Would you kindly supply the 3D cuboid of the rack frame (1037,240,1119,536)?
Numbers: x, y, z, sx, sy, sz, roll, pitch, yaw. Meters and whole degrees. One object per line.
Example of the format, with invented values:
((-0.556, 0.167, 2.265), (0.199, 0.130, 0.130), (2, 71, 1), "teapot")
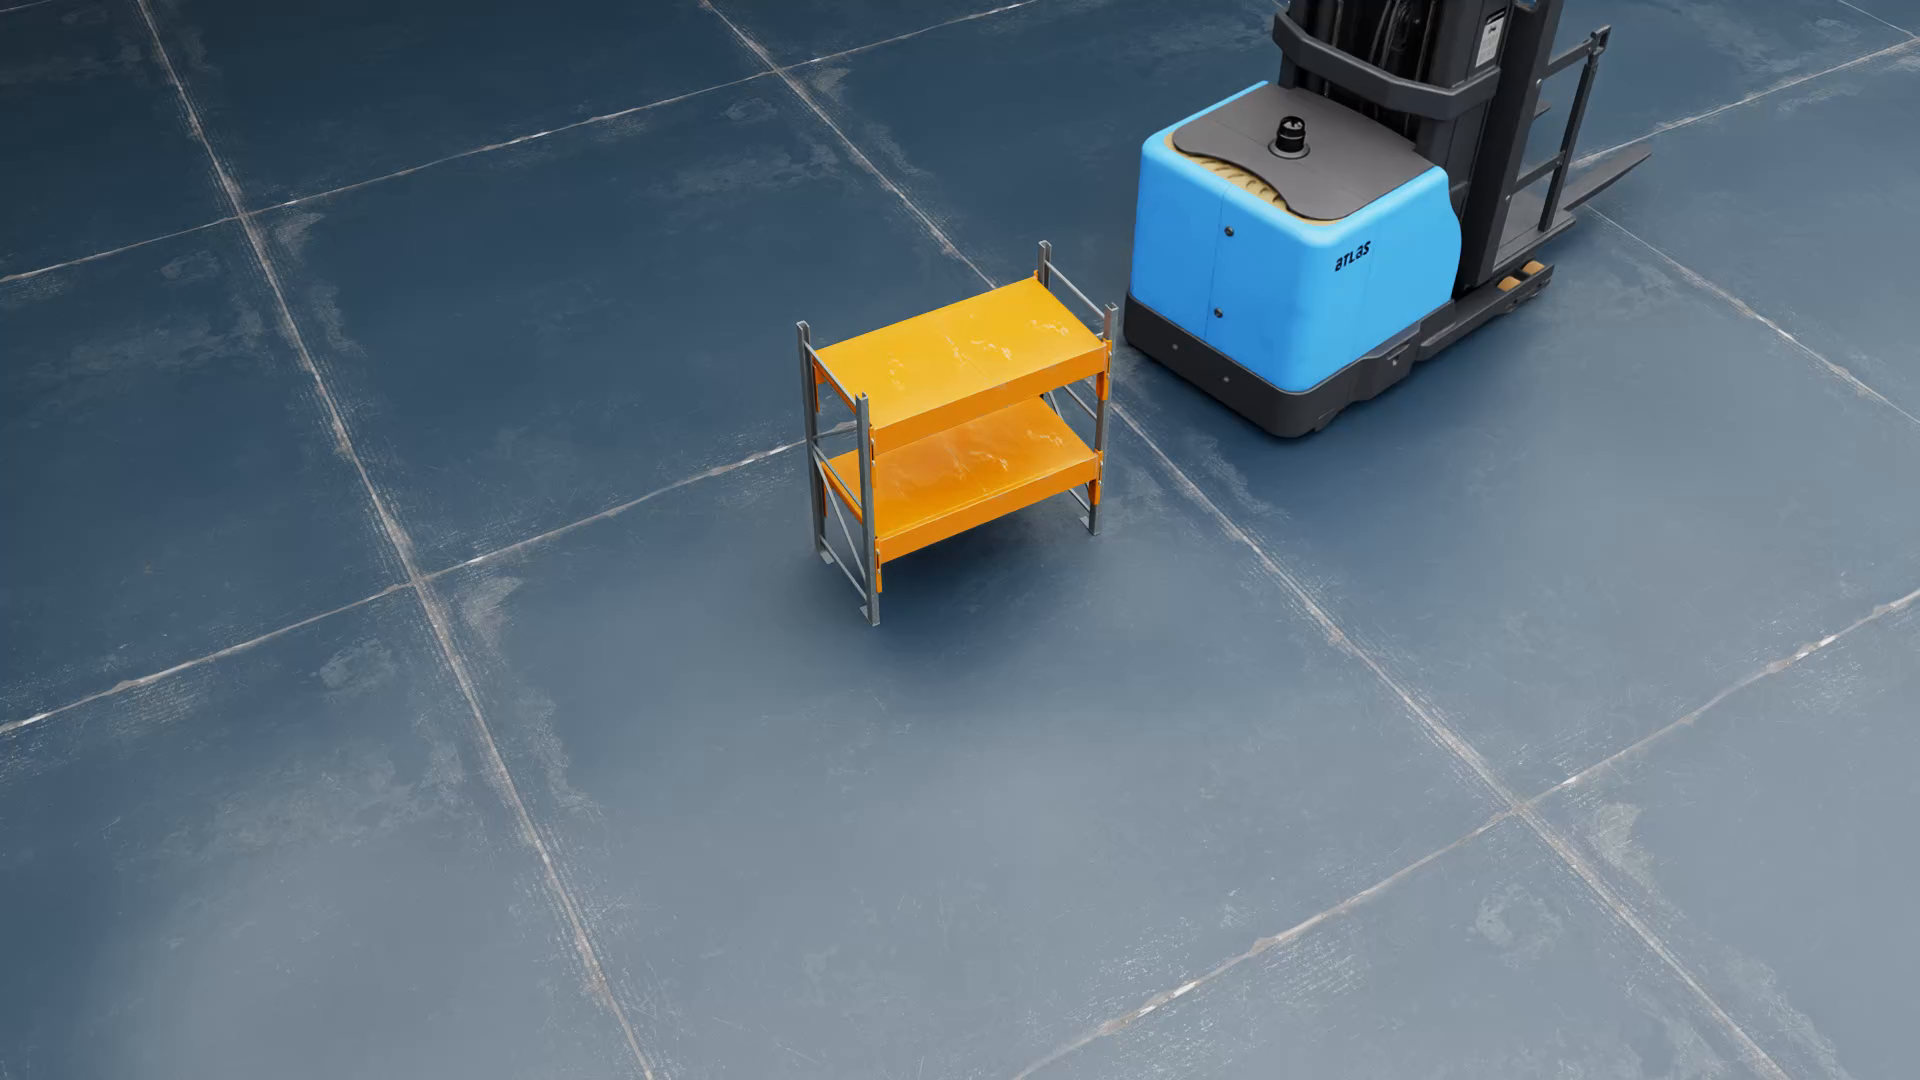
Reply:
((0.435, -0.578, 6.538), (0.032, 1.125, 0.500), (-22, 48, -21), "rack frame")

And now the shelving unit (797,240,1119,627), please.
((-0.006, -0.401, 6.356), (1.048, 1.125, 0.538), (-22, 48, -21), "shelving unit")

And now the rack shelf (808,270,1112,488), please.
((-0.006, -0.611, 6.152), (1.000, 0.278, 0.538), (-22, 48, -21), "rack shelf")

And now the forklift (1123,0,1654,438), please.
((2.187, -2.375, 7.093), (3.031, 2.935, 1.130), (-31, 52, -28), "forklift")

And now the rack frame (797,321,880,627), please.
((-0.447, -0.225, 6.174), (0.032, 1.125, 0.500), (-22, 48, -21), "rack frame")

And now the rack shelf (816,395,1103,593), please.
((-0.006, -0.226, 6.526), (1.000, 0.278, 0.538), (-22, 48, -21), "rack shelf")
